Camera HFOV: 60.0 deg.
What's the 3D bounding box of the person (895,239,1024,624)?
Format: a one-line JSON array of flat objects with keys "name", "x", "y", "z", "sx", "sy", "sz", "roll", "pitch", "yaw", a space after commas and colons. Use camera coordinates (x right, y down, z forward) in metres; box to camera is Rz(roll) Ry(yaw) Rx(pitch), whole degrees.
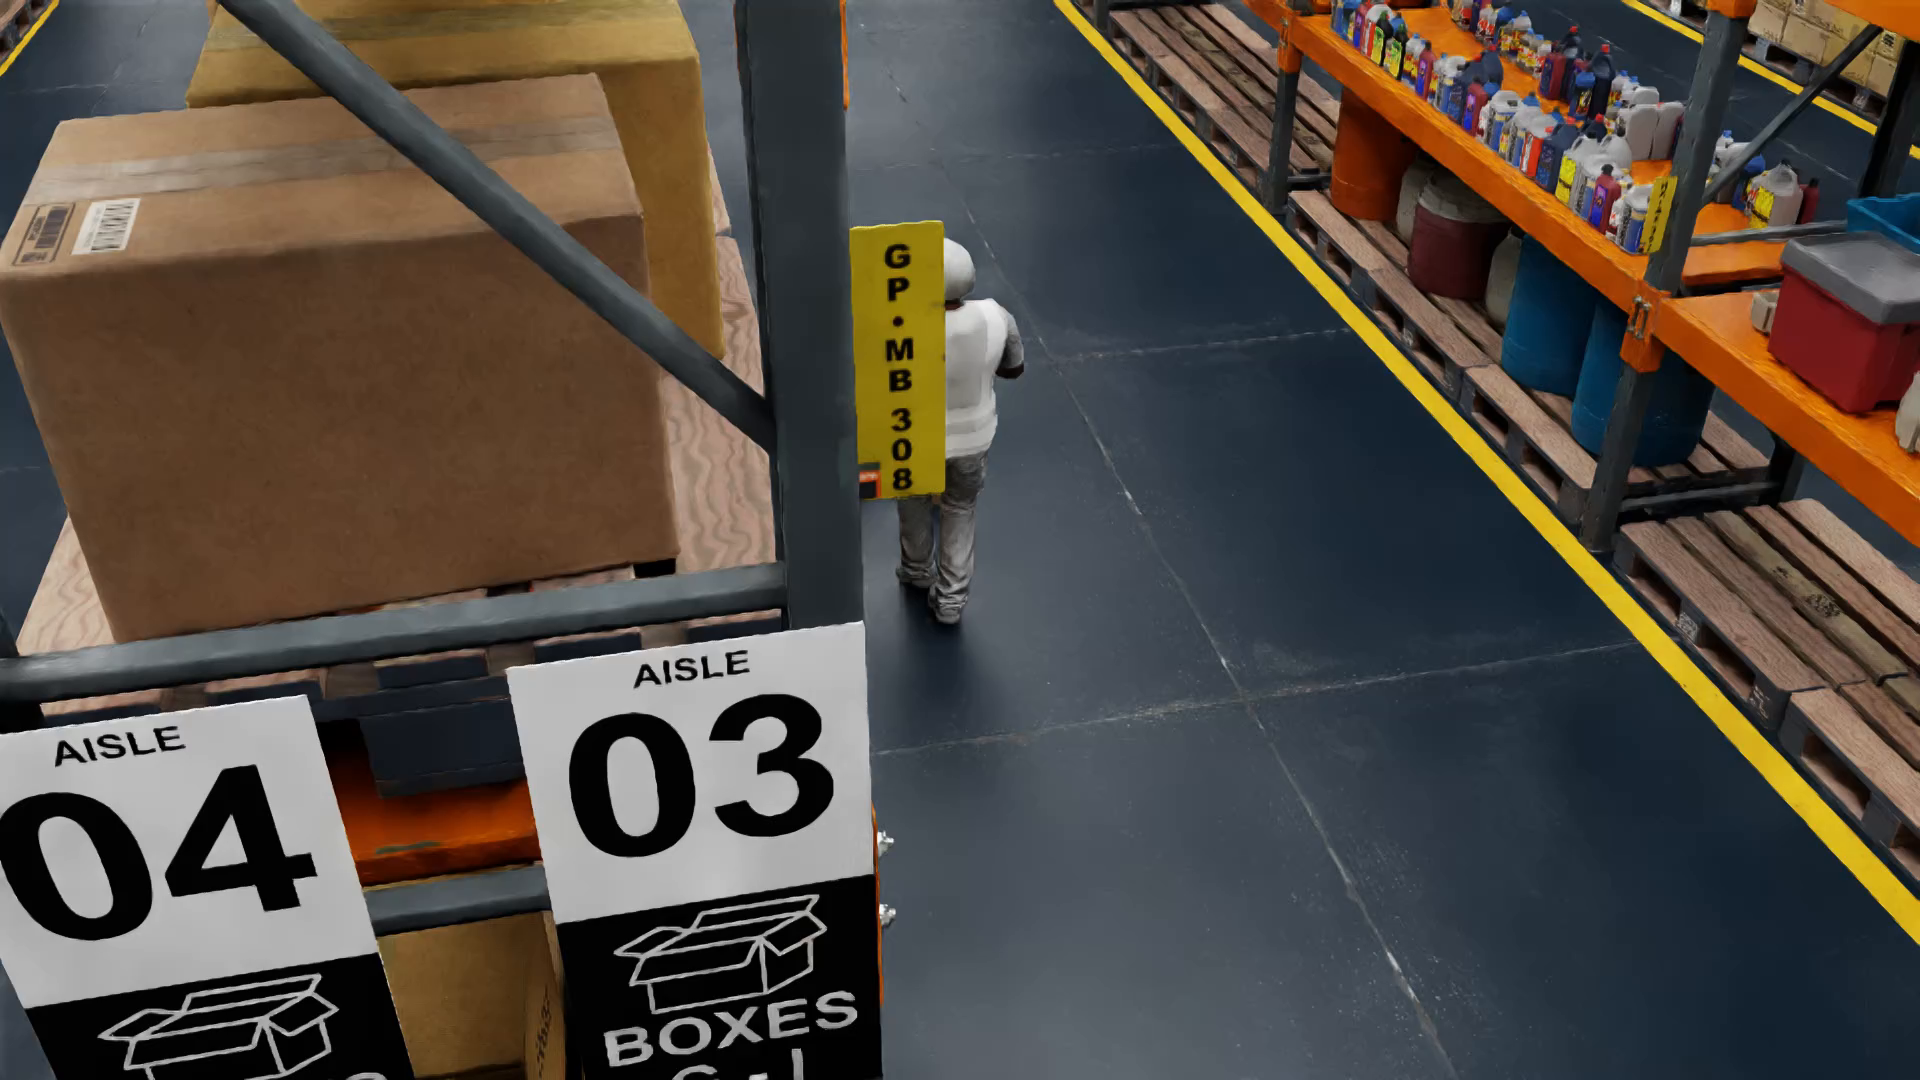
[{"name": "person", "x": -0.071, "y": -0.433, "z": 6.826, "sx": 0.656, "sy": 1.788, "sz": 0.685, "roll": -5, "pitch": 34, "yaw": -8}]
